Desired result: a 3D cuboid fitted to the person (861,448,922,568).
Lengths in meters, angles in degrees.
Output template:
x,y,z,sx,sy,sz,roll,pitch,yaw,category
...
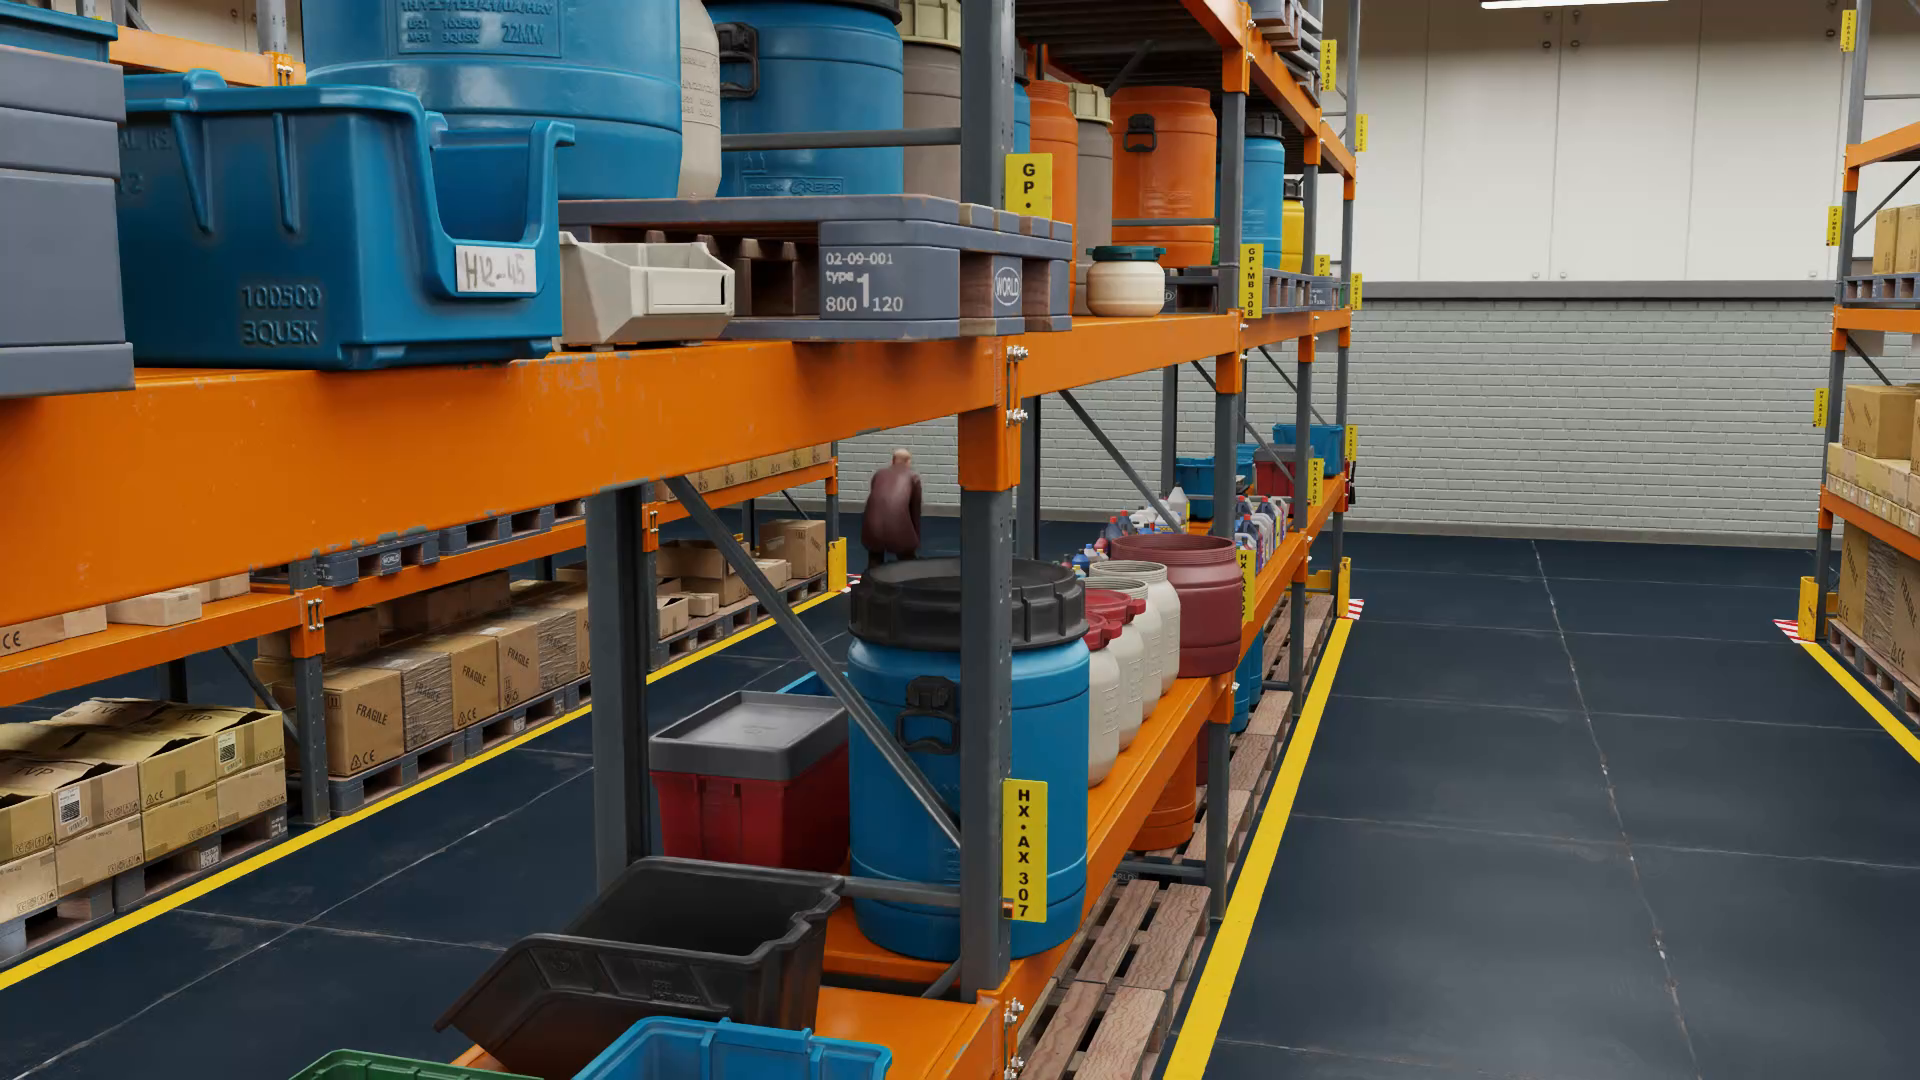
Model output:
x,y,z,sx,sy,sz,roll,pitch,yaw,category
-0.600,-0.063,15.328,0.555,1.495,0.806,2,8,15,person
